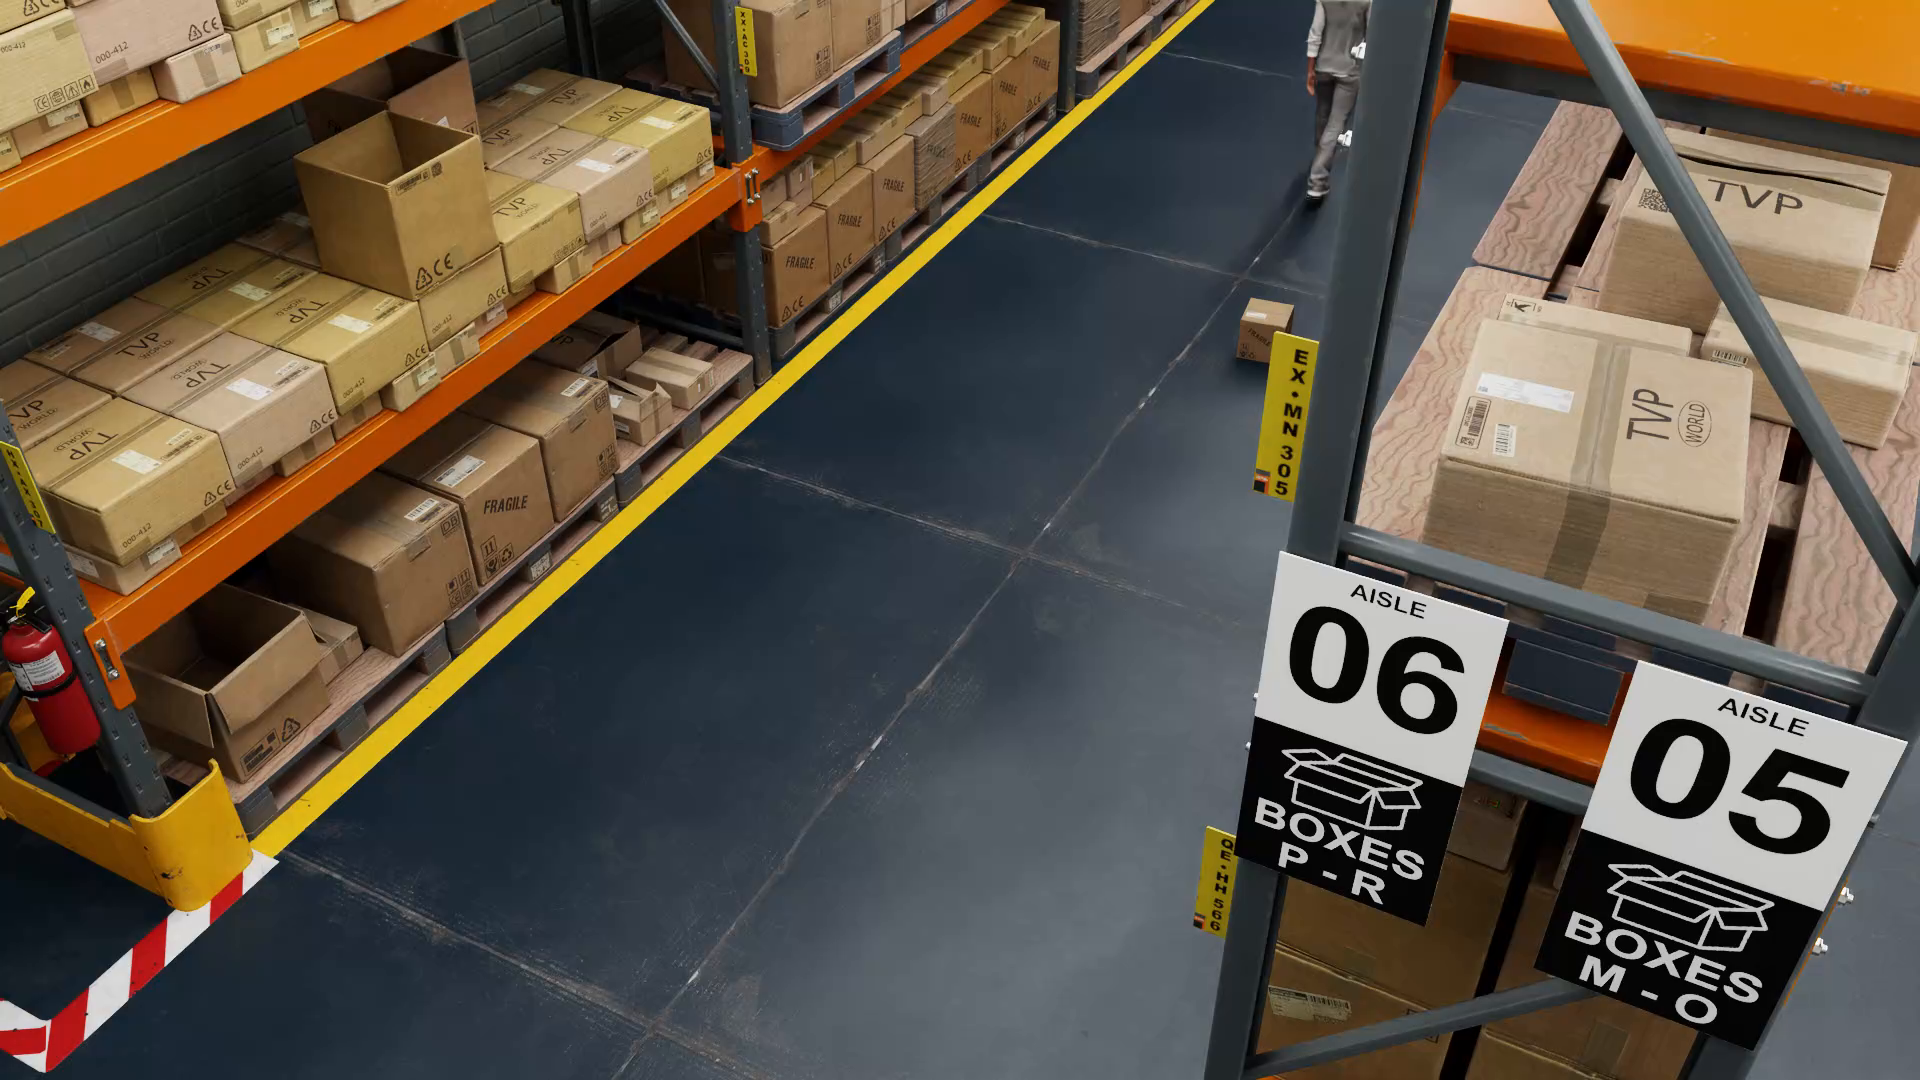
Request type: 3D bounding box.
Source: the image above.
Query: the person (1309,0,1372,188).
[{"bbox_3d":[2.422,-3.035,10.570,0.401,1.544,0.901,17,42,20],"label":"person"}]
